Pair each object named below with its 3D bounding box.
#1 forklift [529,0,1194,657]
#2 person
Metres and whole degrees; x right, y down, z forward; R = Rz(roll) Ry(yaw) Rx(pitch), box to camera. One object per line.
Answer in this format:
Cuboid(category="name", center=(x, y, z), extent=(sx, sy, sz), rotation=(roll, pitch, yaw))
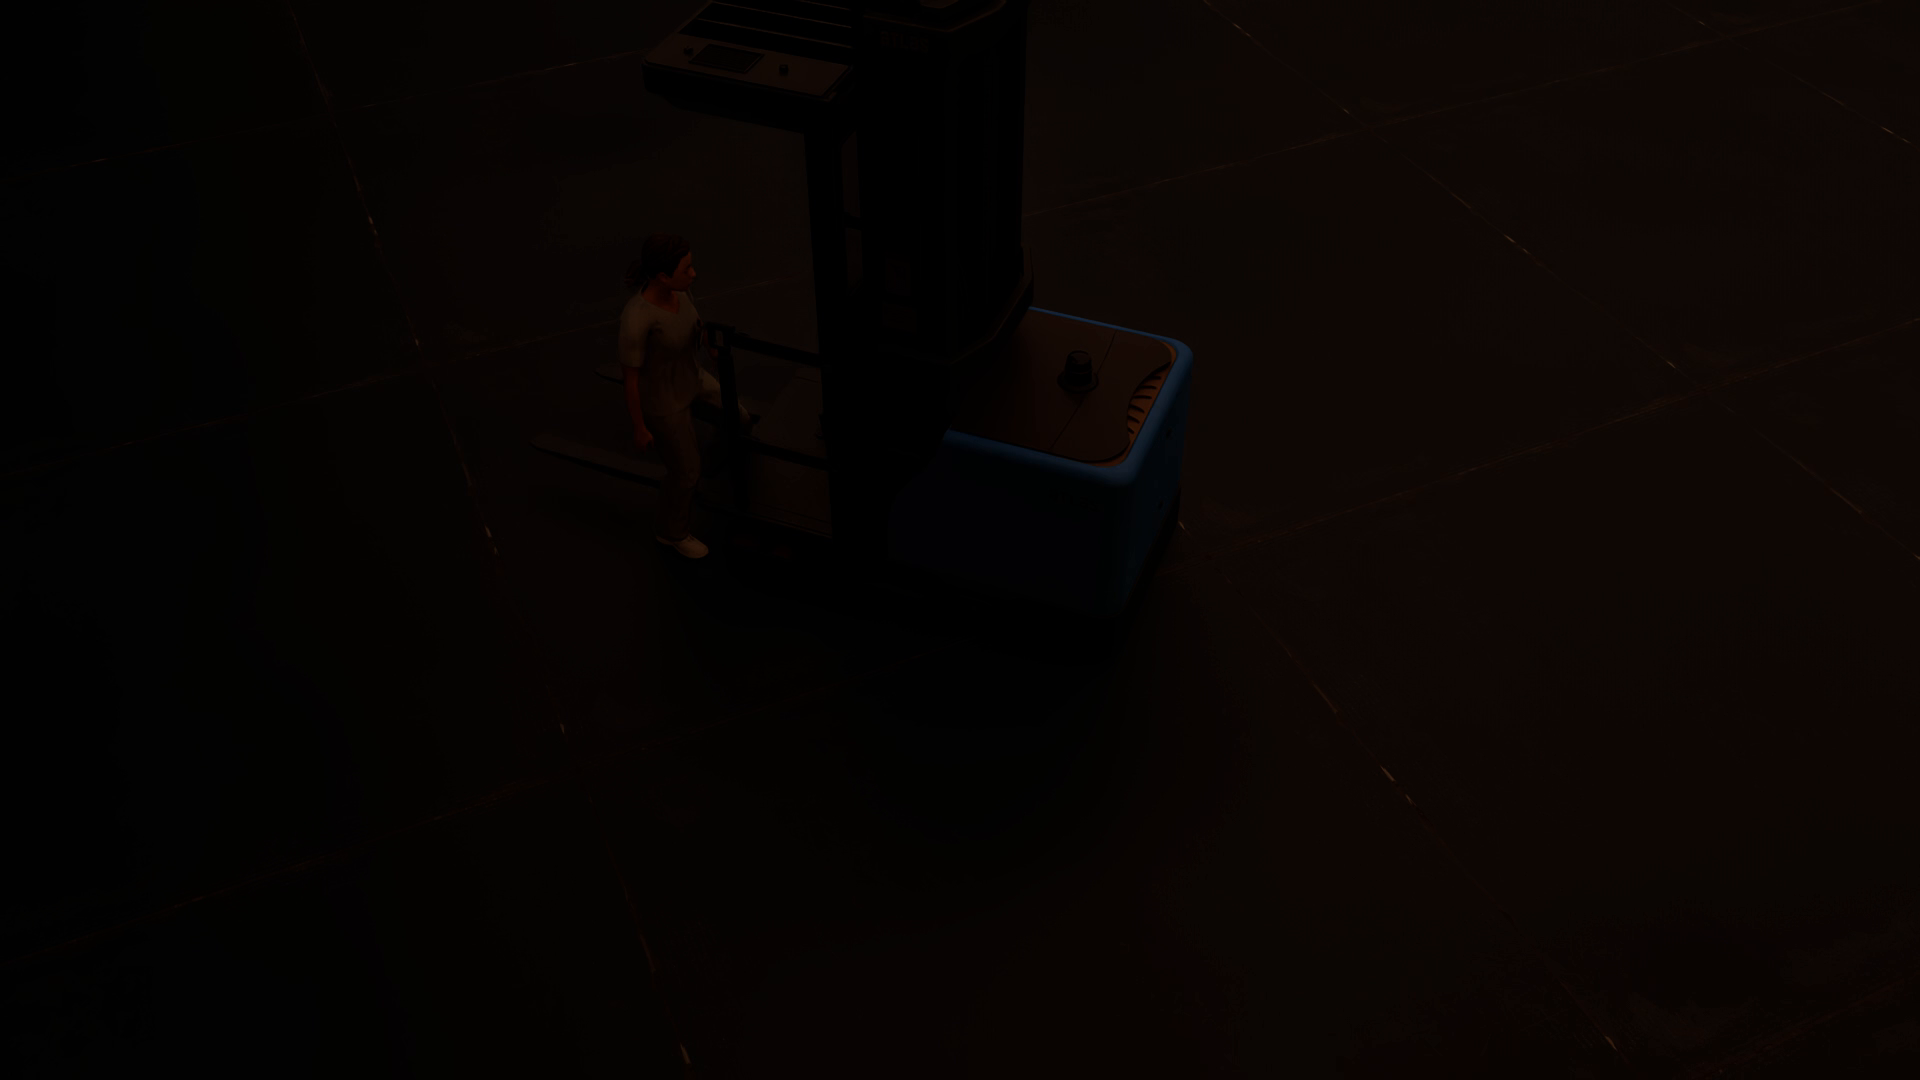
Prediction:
Cuboid(category="forklift", center=(-0.547, -1.206, 6.972), extent=(3.031, 2.935, 1.130), rotation=(15, 45, 16))
Cuboid(category="person", center=(-1.217, -0.641, 7.303), extent=(0.402, 1.656, 0.648), rotation=(13, 44, 13))
